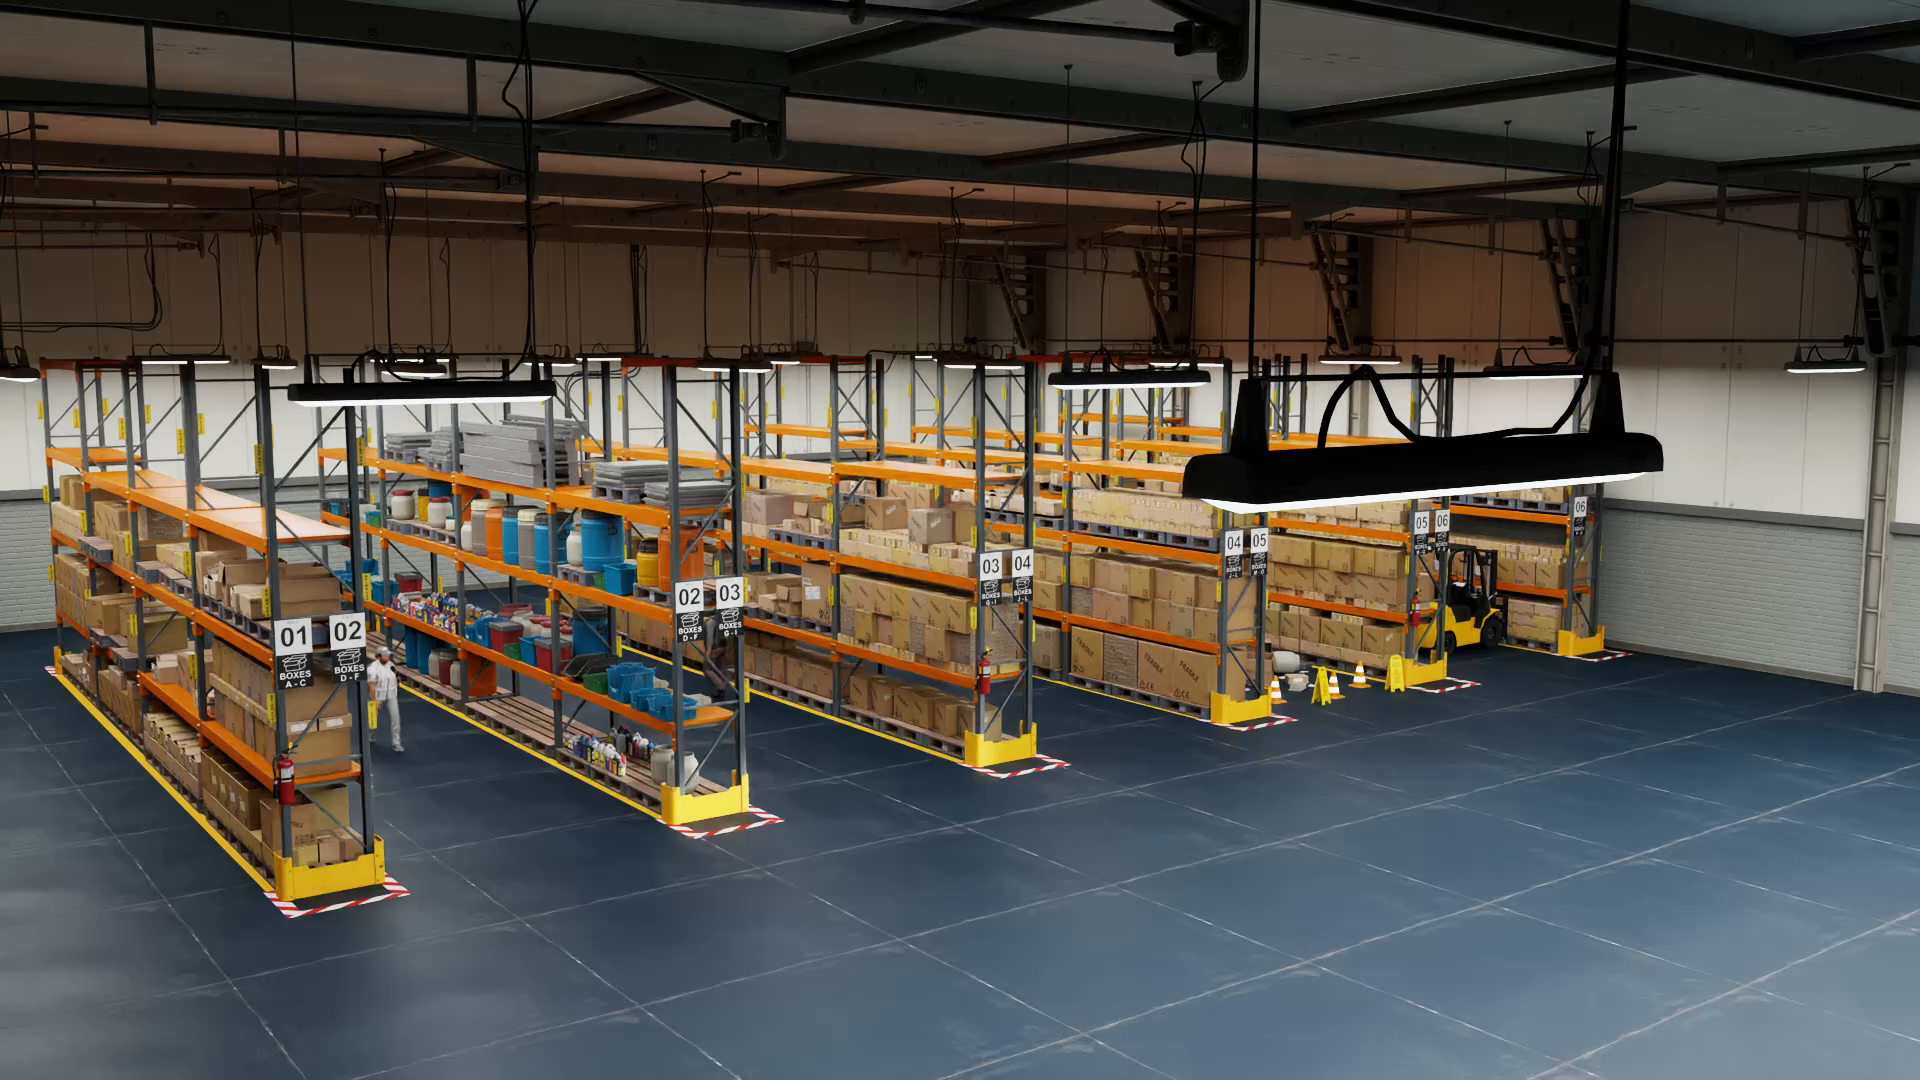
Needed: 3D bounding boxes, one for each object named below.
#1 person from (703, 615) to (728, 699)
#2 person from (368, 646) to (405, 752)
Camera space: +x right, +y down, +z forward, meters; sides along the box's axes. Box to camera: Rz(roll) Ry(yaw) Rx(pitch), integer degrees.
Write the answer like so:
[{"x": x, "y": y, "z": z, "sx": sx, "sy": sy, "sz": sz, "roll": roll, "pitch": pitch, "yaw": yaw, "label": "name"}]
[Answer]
[{"x": -4.275, "y": 1.948, "z": 29.417, "sx": 0.465, "sy": 1.724, "sz": 0.560, "roll": 4, "pitch": 8, "yaw": 27, "label": "person"}, {"x": -8.940, "y": 2.431, "z": 25.753, "sx": 0.481, "sy": 1.597, "sz": 1.043, "roll": -5, "pitch": 9, "yaw": -37, "label": "person"}]
